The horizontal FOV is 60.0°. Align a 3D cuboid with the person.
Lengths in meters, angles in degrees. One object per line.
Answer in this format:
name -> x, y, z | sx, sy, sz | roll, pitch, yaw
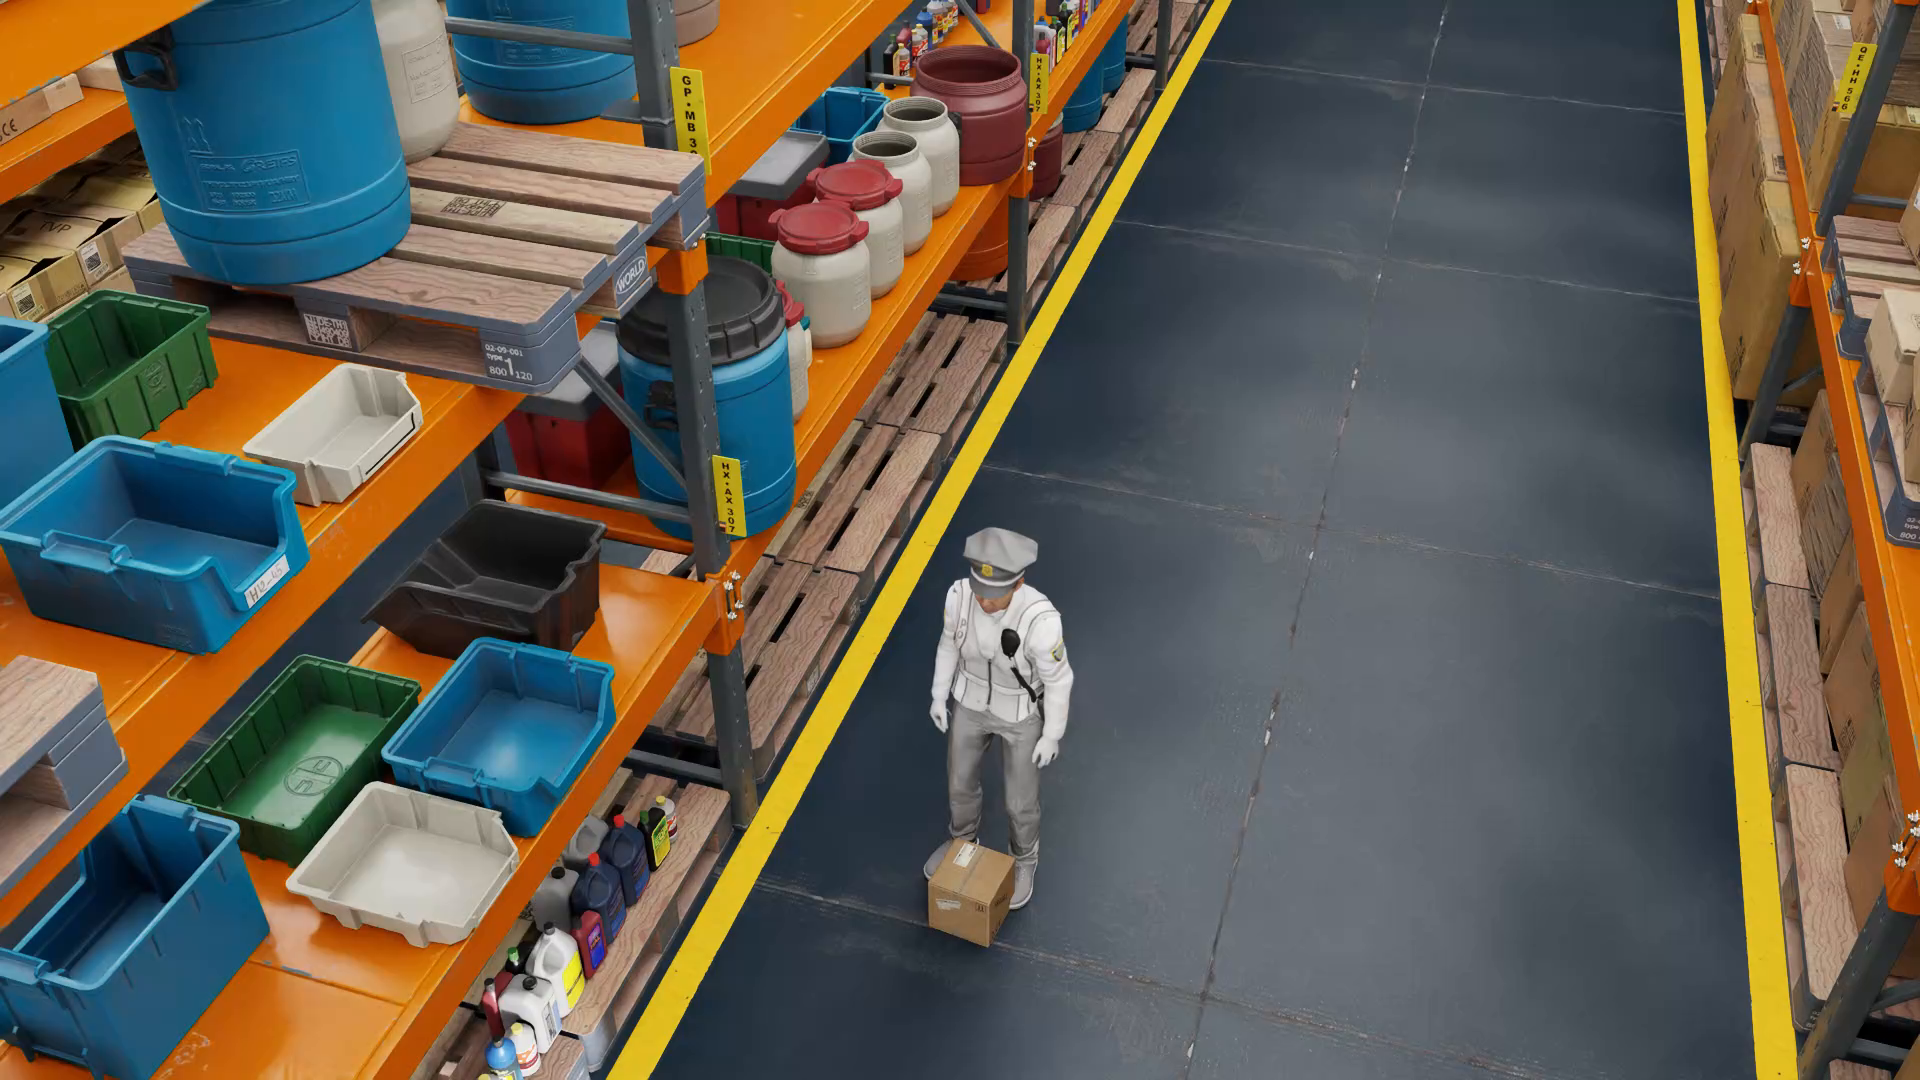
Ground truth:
person -> 0.139, 0.638, 6.049 | 0.529, 1.662, 0.373 | 17, 40, 21
